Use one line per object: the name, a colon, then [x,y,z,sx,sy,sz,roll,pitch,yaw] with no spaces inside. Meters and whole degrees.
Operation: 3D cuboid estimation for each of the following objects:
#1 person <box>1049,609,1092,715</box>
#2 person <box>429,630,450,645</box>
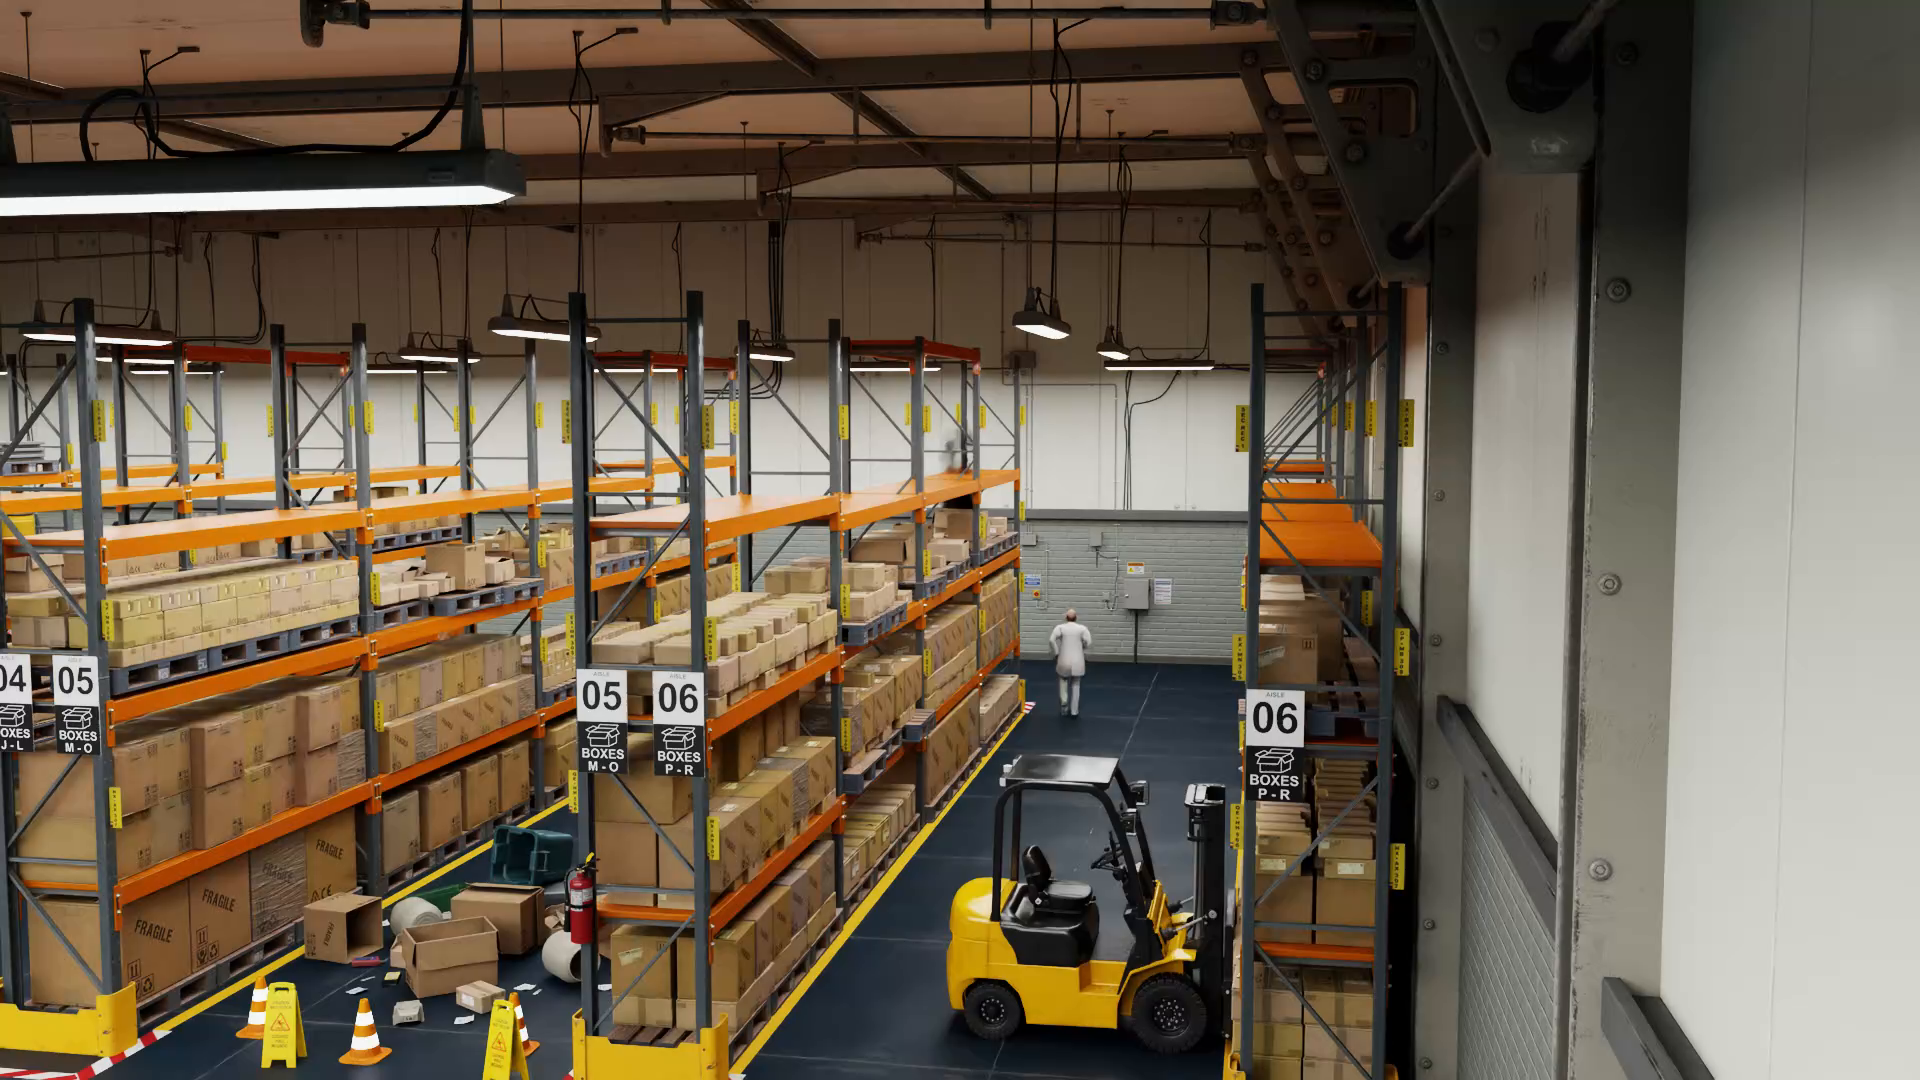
person: [1.850,2.050,27.828,0.723,1.804,0.686,0,5,5]
person: [-8.090,2.212,25.968,0.702,1.738,0.627,0,5,2]
